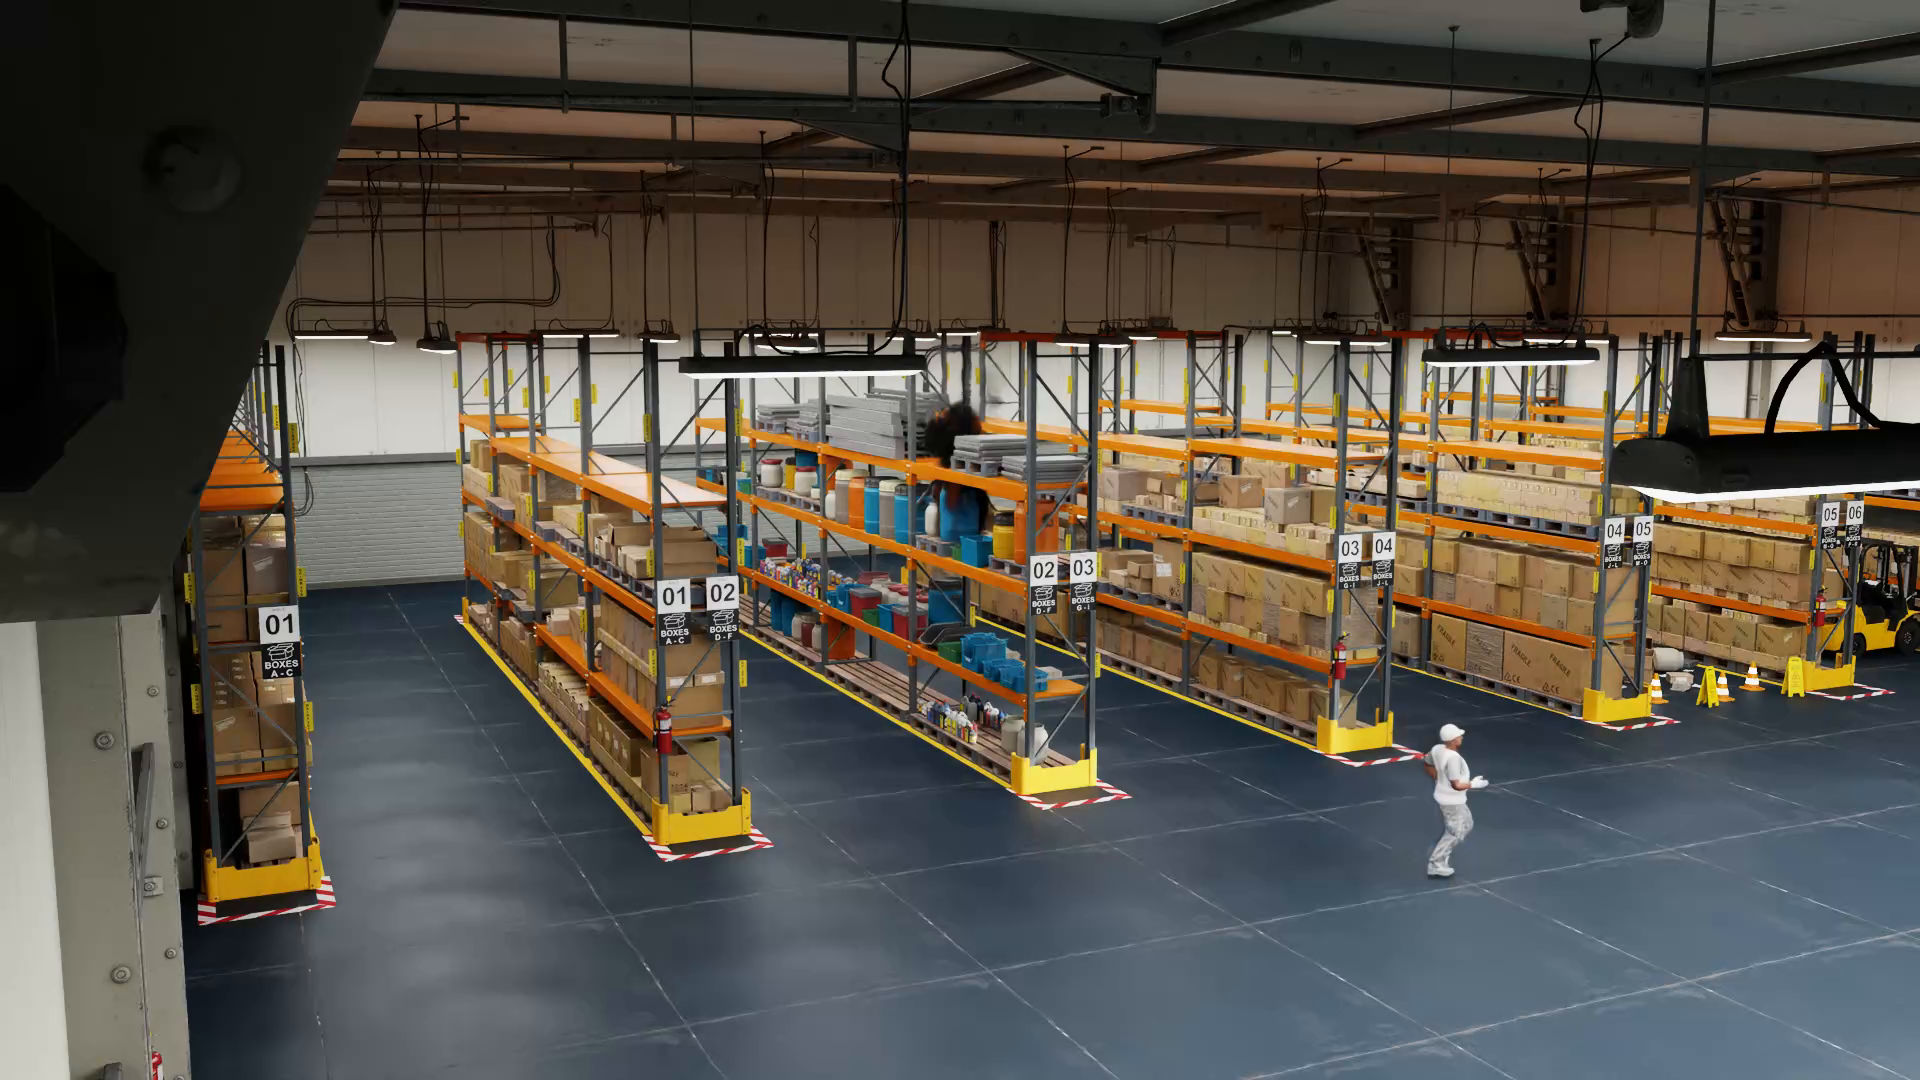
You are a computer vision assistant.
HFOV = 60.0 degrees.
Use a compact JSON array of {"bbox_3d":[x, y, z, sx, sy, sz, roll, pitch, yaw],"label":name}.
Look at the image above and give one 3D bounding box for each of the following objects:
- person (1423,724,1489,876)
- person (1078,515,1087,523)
[{"bbox_3d":[5.598,2.938,18.761,0.633,1.767,0.662,0,8,3],"label":"person"},{"bbox_3d":[2.781,0.269,38.617,0.667,1.787,0.885,-3,8,-19],"label":"person"}]
